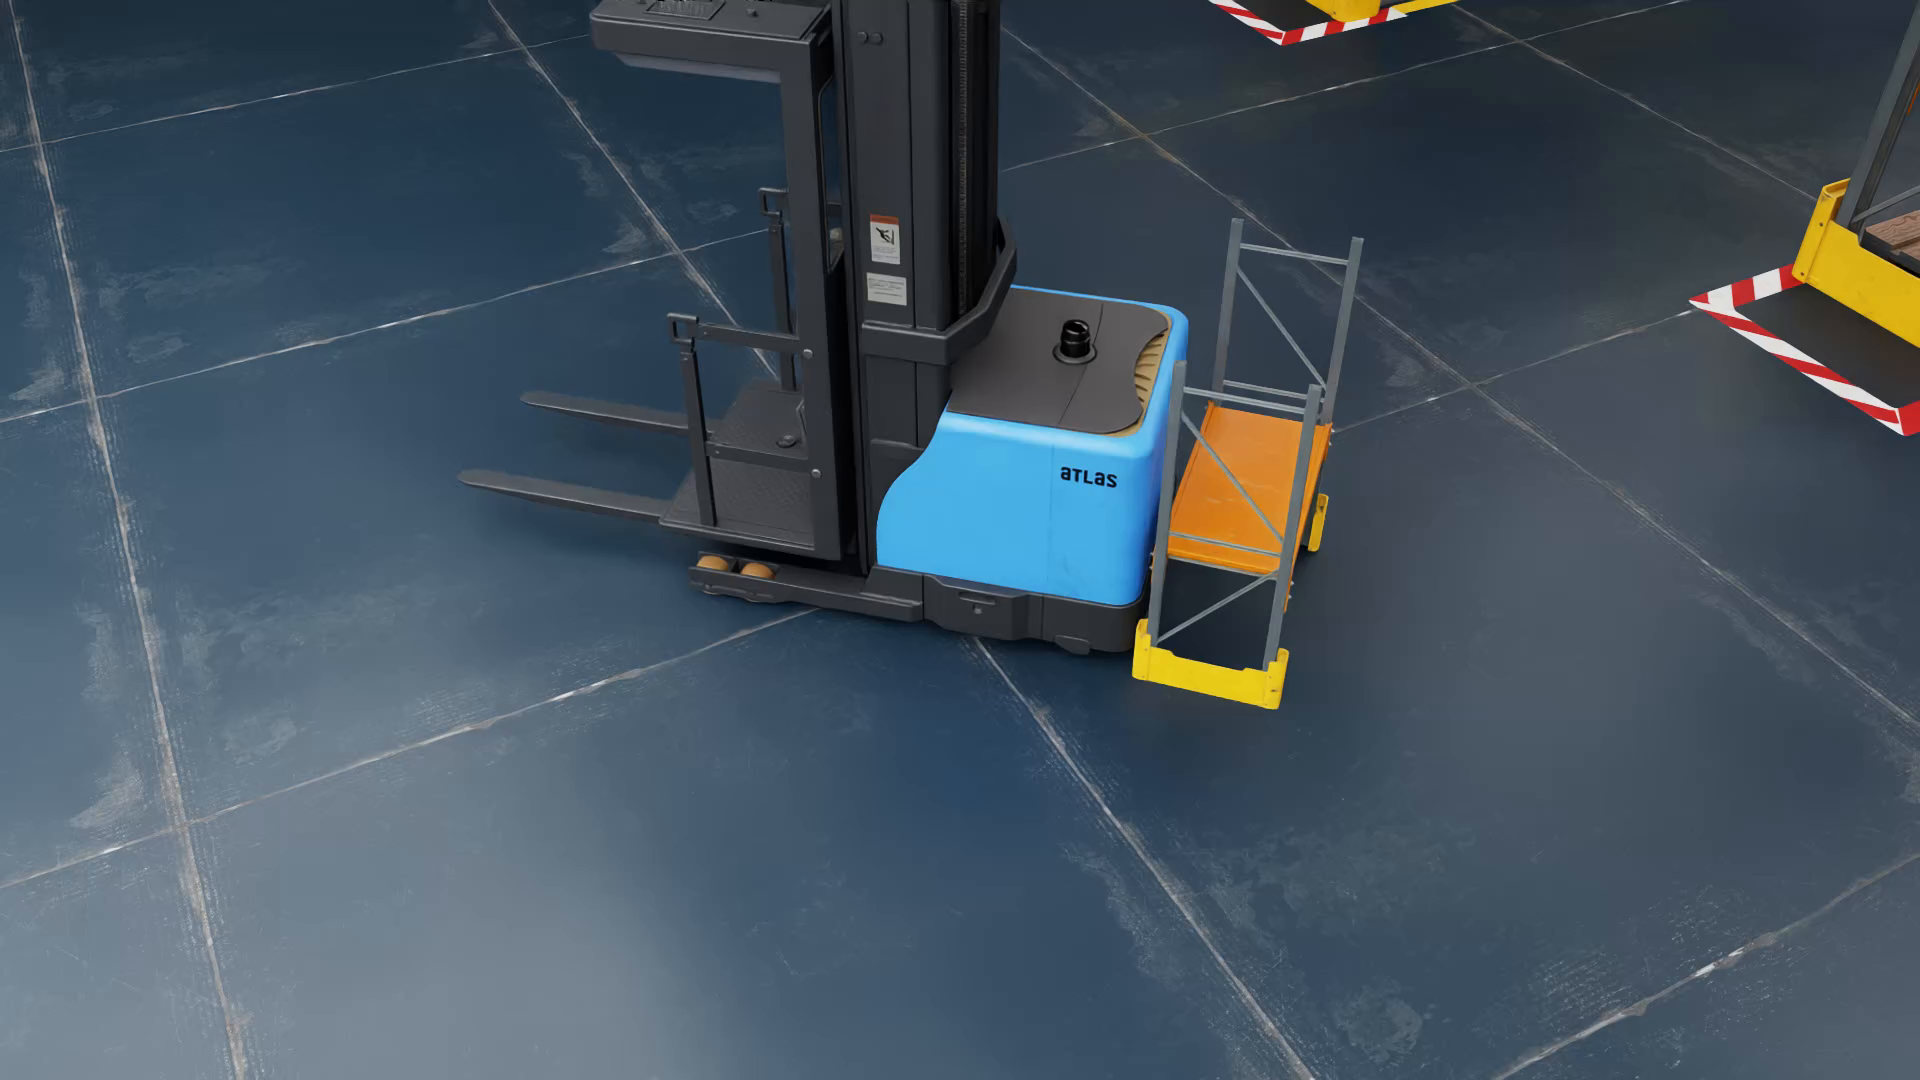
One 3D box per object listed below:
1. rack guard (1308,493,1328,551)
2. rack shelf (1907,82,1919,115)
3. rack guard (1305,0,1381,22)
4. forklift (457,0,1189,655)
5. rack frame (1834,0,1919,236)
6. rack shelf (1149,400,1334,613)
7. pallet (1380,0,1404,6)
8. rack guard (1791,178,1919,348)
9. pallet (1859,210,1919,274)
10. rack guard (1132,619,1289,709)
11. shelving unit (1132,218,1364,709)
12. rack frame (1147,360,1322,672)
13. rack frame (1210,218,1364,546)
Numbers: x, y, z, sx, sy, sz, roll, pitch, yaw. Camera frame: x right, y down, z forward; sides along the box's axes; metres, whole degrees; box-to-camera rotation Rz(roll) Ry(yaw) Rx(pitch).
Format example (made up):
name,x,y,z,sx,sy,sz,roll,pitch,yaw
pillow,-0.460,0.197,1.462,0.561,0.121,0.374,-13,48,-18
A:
name,x,y,z,sx,sy,sz,roll,pitch,yaw
rack guard,1.282,-0.128,7.207,0.587,0.250,0.087,12,42,14
rack shelf,6.597,-2.575,8.528,4.000,0.370,1.077,-19,44,-21
rack guard,2.517,-4.131,11.744,0.348,0.500,1.175,-19,44,-21
forklift,-0.640,-1.176,6.371,3.031,2.935,1.130,10,41,11
rack frame,4.823,-2.253,7.590,0.127,3.000,1.000,-19,44,-21
rack shelf,1.123,-0.156,6.552,0.538,0.185,1.000,12,42,14
pallet,3.197,-4.281,12.143,1.213,0.211,1.003,-19,44,-21
rack guard,4.869,-1.349,8.456,0.348,0.500,1.175,-19,44,-21
pallet,5.592,-1.478,8.832,1.213,0.211,1.003,-19,44,-21
rack guard,0.971,0.484,6.485,0.587,0.250,0.087,12,42,14
shelving unit,1.126,-0.299,6.443,0.587,1.500,1.083,12,42,14
rack frame,0.965,0.018,6.067,0.500,1.500,0.032,12,42,14
rack frame,1.282,-0.606,6.805,0.500,1.500,0.032,12,42,14
